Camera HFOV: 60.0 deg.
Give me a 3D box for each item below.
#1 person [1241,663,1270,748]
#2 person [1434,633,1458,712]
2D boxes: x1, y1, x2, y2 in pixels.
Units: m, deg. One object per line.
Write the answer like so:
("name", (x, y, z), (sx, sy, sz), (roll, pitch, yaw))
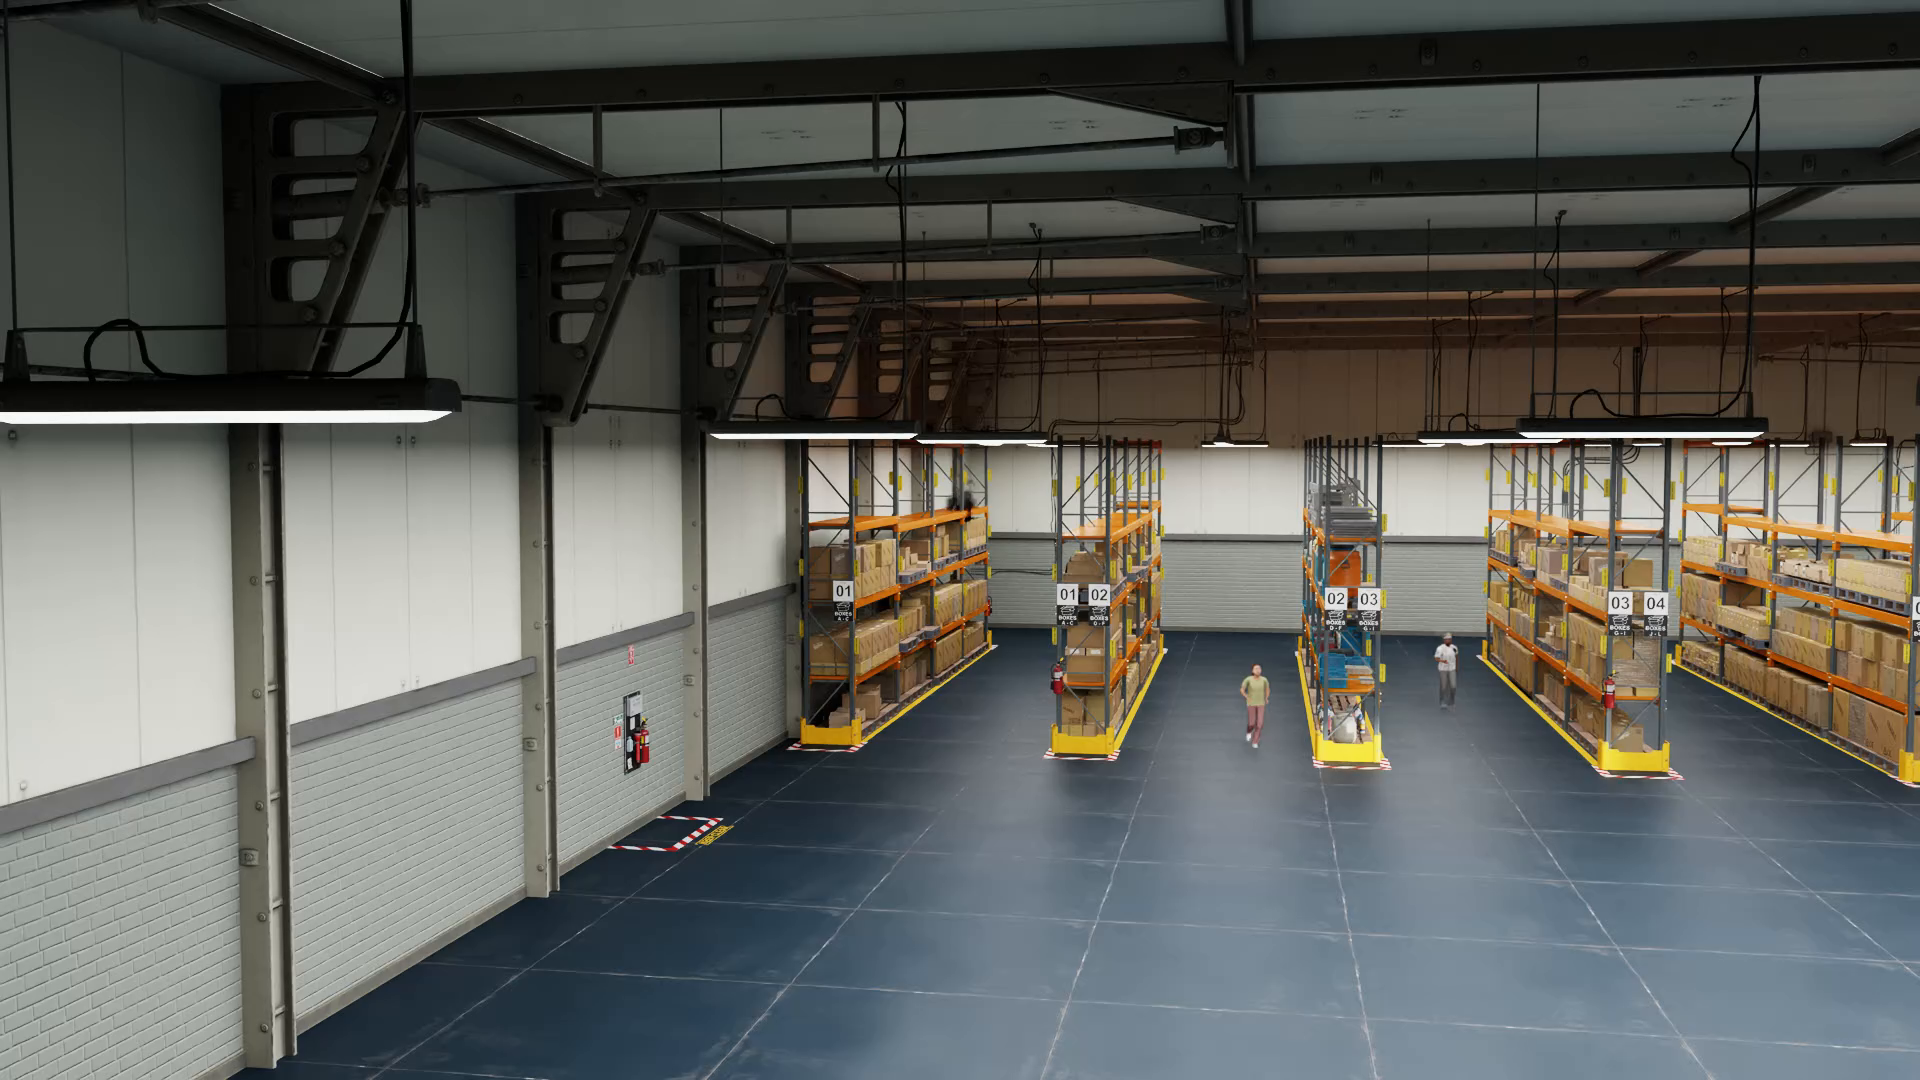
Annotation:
("person", (5.694, 3.175, 32.026), (0.572, 1.624, 0.549), (0, 3, -3))
("person", (10.726, 2.908, 36.634), (0.568, 1.751, 0.739), (0, 3, 5))
